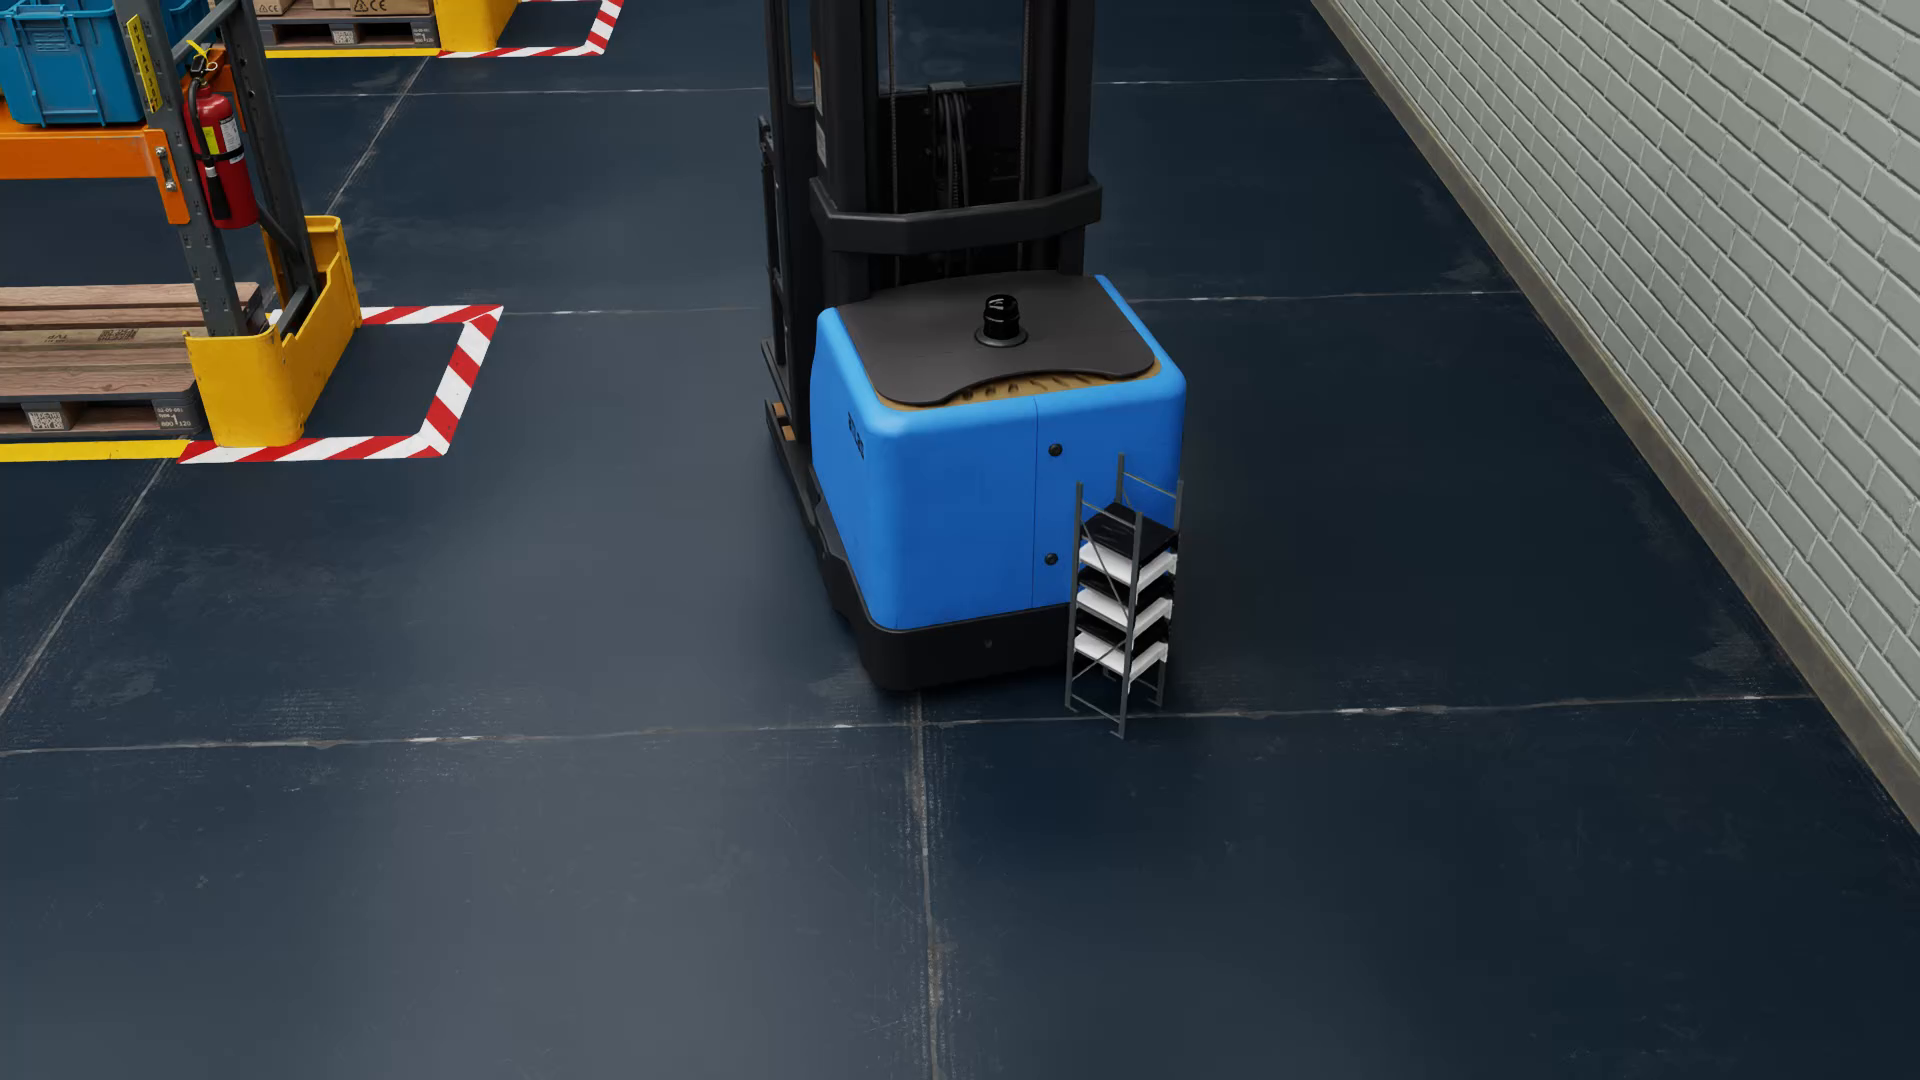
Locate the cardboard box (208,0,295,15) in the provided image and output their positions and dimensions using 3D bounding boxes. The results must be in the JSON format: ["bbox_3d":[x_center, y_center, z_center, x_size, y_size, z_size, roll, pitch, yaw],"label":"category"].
[{"bbox_3d":[-4.653,-3.640,10.903,0.500,0.250,0.500,-2,35,-2],"label":"cardboard box"}]

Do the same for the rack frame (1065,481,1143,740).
[{"bbox_3d":[0.435,0.233,5.116,0.240,0.900,0.006,28,46,32],"label":"rack frame"}]

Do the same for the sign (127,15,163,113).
[{"bbox_3d":[-2.898,-1.692,5.915,0.005,0.325,0.100,-2,35,-2],"label":"sign"}]

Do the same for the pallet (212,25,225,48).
[{"bbox_3d":[-5.259,-3.551,11.195,1.213,0.211,1.003,-2,35,-2],"label":"pallet"}]

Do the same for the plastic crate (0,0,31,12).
[{"bbox_3d":[-3.860,-2.055,6.679,0.300,0.233,0.416,-2,35,-2],"label":"plastic crate"}]

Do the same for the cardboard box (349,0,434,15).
[{"bbox_3d":[-3.703,-3.751,10.844,0.500,0.500,0.500,-2,35,-2],"label":"cardboard box"}]

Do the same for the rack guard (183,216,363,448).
[{"bbox_3d":[-2.917,-0.917,7.136,0.348,0.500,1.175,-2,35,-2],"label":"rack guard"}]

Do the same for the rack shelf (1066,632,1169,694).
[{"bbox_3d":[0.503,0.356,5.306,0.258,0.077,0.200,28,46,32],"label":"rack shelf"}]

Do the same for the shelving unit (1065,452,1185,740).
[{"bbox_3d":[0.503,0.187,5.176,0.258,0.900,0.210,28,46,32],"label":"shelving unit"}]

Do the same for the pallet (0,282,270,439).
[{"bbox_3d":[-3.766,-0.790,7.206,1.213,0.211,1.003,-2,35,-2],"label":"pallet"}]

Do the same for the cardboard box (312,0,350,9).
[{"bbox_3d":[-4.112,-3.654,10.997,0.250,0.166,0.380,-2,35,-2],"label":"cardboard box"}]

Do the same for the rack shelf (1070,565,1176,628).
[{"bbox_3d":[0.503,0.141,5.142,0.258,0.077,0.200,28,46,32],"label":"rack shelf"}]

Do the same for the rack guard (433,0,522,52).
[{"bbox_3d":[-3.247,-3.723,11.190,0.348,0.500,1.175,-2,35,-2],"label":"rack guard"}]

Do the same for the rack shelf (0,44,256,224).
[{"bbox_3d":[-4.938,-1.587,6.540,4.000,0.370,1.077,-2,35,-2],"label":"rack shelf"}]

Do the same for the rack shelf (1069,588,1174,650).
[{"bbox_3d":[0.503,0.213,5.197,0.258,0.077,0.200,28,46,32],"label":"rack shelf"}]

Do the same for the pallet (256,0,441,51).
[{"bbox_3d":[-4.043,-3.582,11.240,1.213,0.211,1.003,-2,35,-2],"label":"pallet"}]

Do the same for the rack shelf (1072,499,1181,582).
[{"bbox_3d":[0.503,-0.002,5.033,0.258,0.077,0.200,28,46,32],"label":"rack shelf"}]

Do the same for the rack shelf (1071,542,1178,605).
[{"bbox_3d":[0.503,0.070,5.087,0.258,0.077,0.200,28,46,32],"label":"rack shelf"}]

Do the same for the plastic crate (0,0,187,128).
[{"bbox_3d":[-3.266,-1.861,6.219,0.499,0.435,0.616,-2,35,-2],"label":"plastic crate"}]

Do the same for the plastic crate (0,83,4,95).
[{"bbox_3d":[-3.746,-1.728,6.290,0.243,0.136,0.396,-2,35,-2],"label":"plastic crate"}]

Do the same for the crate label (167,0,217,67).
[{"bbox_3d":[-3.203,-2.073,6.704,0.303,0.233,0.416,-2,35,-2],"label":"crate label"}]

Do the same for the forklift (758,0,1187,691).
[{"bbox_3d":[-0.168,-1.551,5.915,1.130,2.935,3.031,-9,36,-13],"label":"forklift"}]

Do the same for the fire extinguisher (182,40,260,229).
[{"bbox_3d":[-2.768,-1.497,6.174,0.183,0.674,0.296,-2,35,-2],"label":"fire extinguisher"}]

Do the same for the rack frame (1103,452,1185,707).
[{"bbox_3d":[0.570,0.140,5.237,0.240,0.900,0.006,28,46,32],"label":"rack frame"}]

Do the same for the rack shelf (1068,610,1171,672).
[{"bbox_3d":[0.503,0.285,5.251,0.258,0.077,0.200,28,46,32],"label":"rack shelf"}]

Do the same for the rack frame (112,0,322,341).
[{"bbox_3d":[-2.940,-1.937,6.413,0.127,3.000,1.000,-2,35,-2],"label":"rack frame"}]
